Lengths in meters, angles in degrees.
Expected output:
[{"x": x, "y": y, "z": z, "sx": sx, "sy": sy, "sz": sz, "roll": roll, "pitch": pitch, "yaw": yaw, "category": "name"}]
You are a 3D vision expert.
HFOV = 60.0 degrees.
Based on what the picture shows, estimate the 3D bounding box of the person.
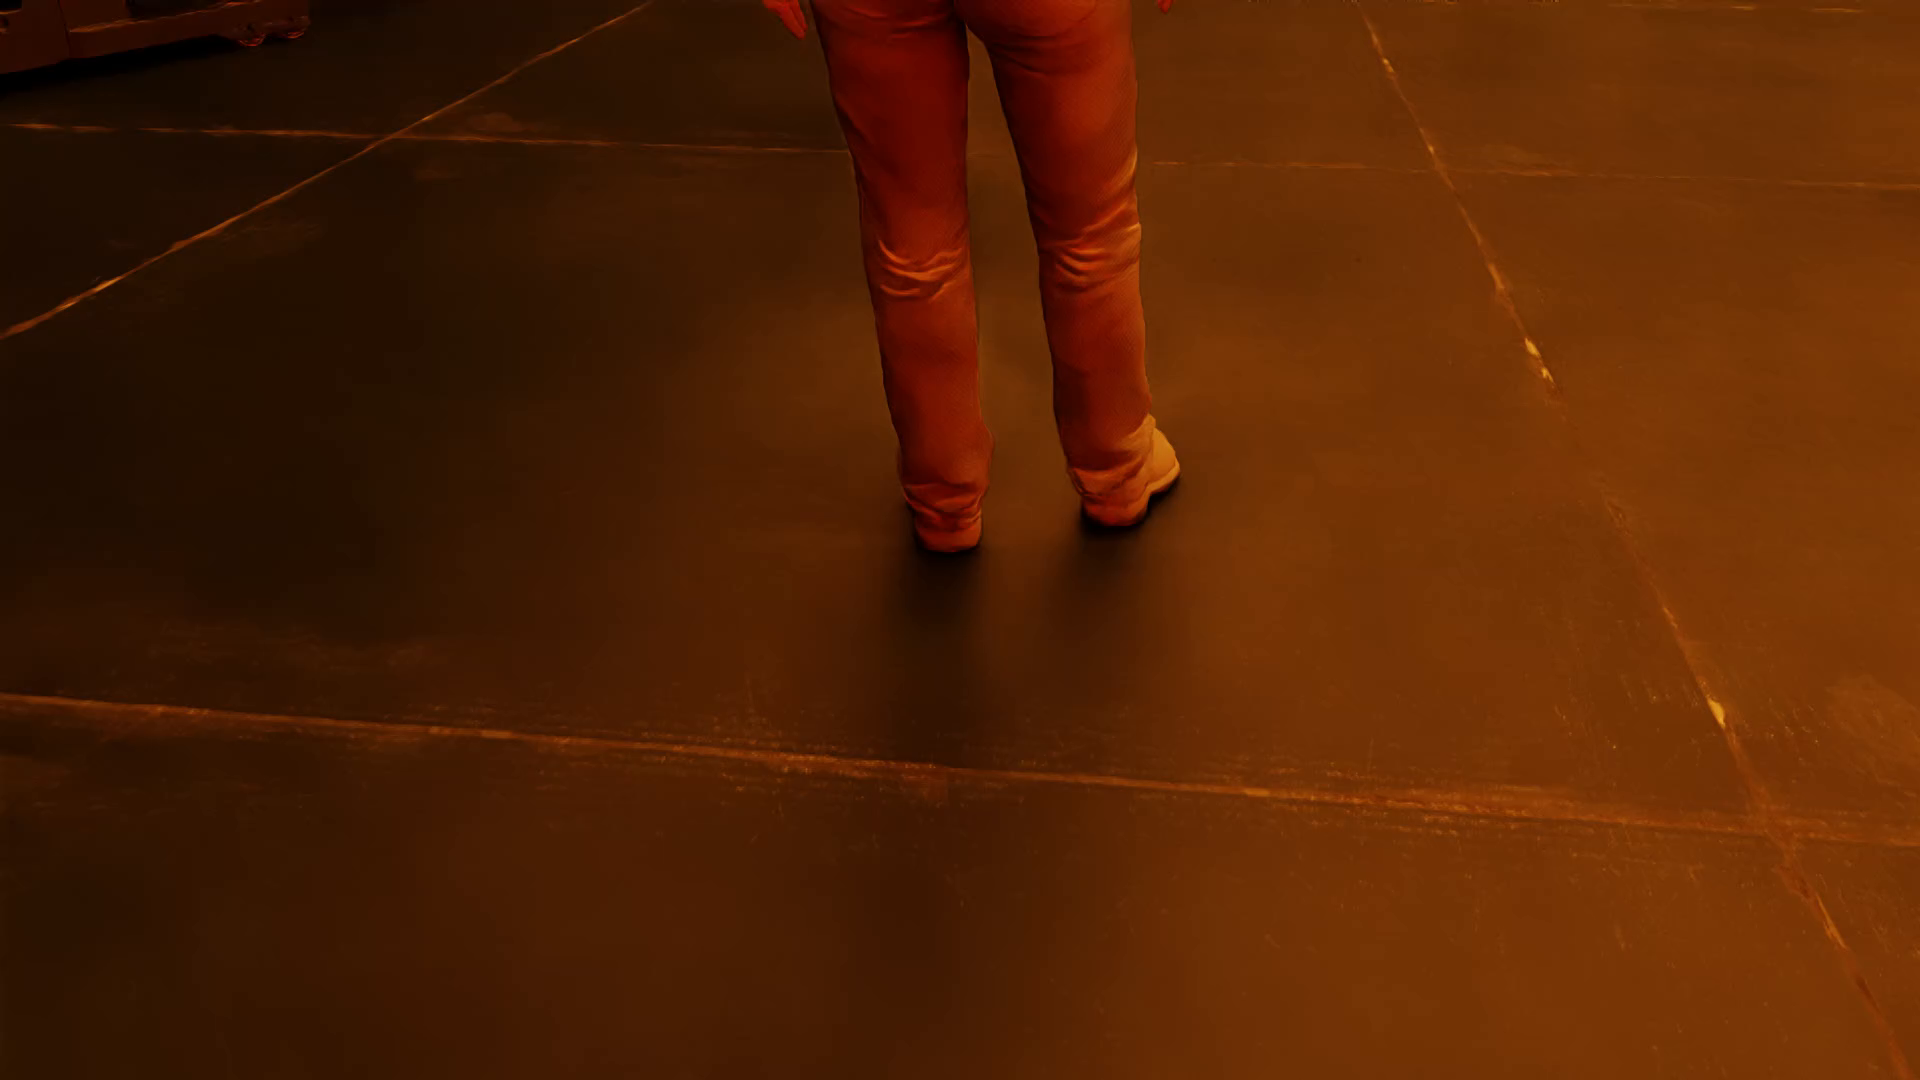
[{"x": 0.016, "y": -0.827, "z": 2.155, "sx": 0.632, "sy": 1.773, "sz": 0.567, "roll": 3, "pitch": 27, "yaw": 7, "category": "person"}]
